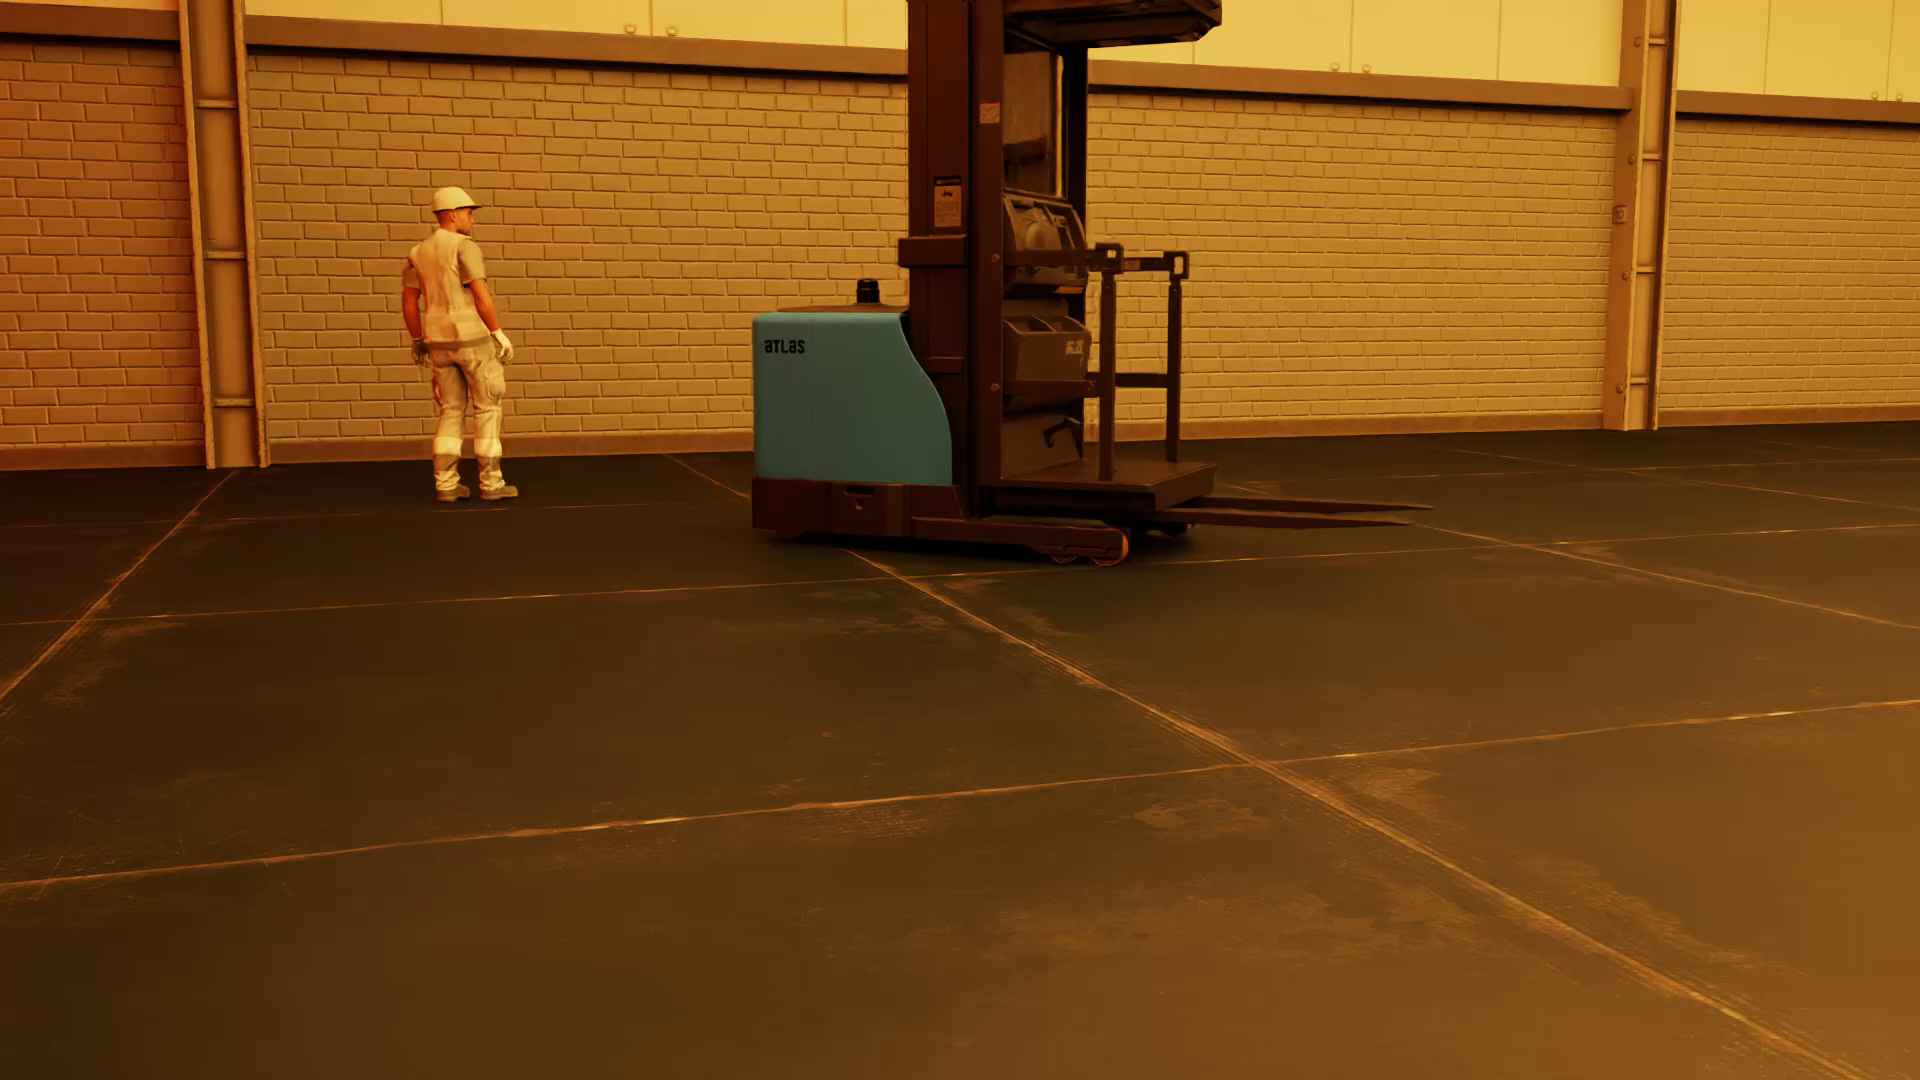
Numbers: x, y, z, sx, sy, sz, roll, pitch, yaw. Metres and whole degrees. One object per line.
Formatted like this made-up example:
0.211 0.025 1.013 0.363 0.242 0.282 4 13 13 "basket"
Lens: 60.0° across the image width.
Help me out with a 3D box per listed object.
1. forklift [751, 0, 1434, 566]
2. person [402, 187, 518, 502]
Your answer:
0.579 -1.421 7.495 3.031 2.935 1.130 3 8 23 "forklift"
-2.833 -1.121 9.557 0.722 1.786 0.444 3 8 21 "person"
